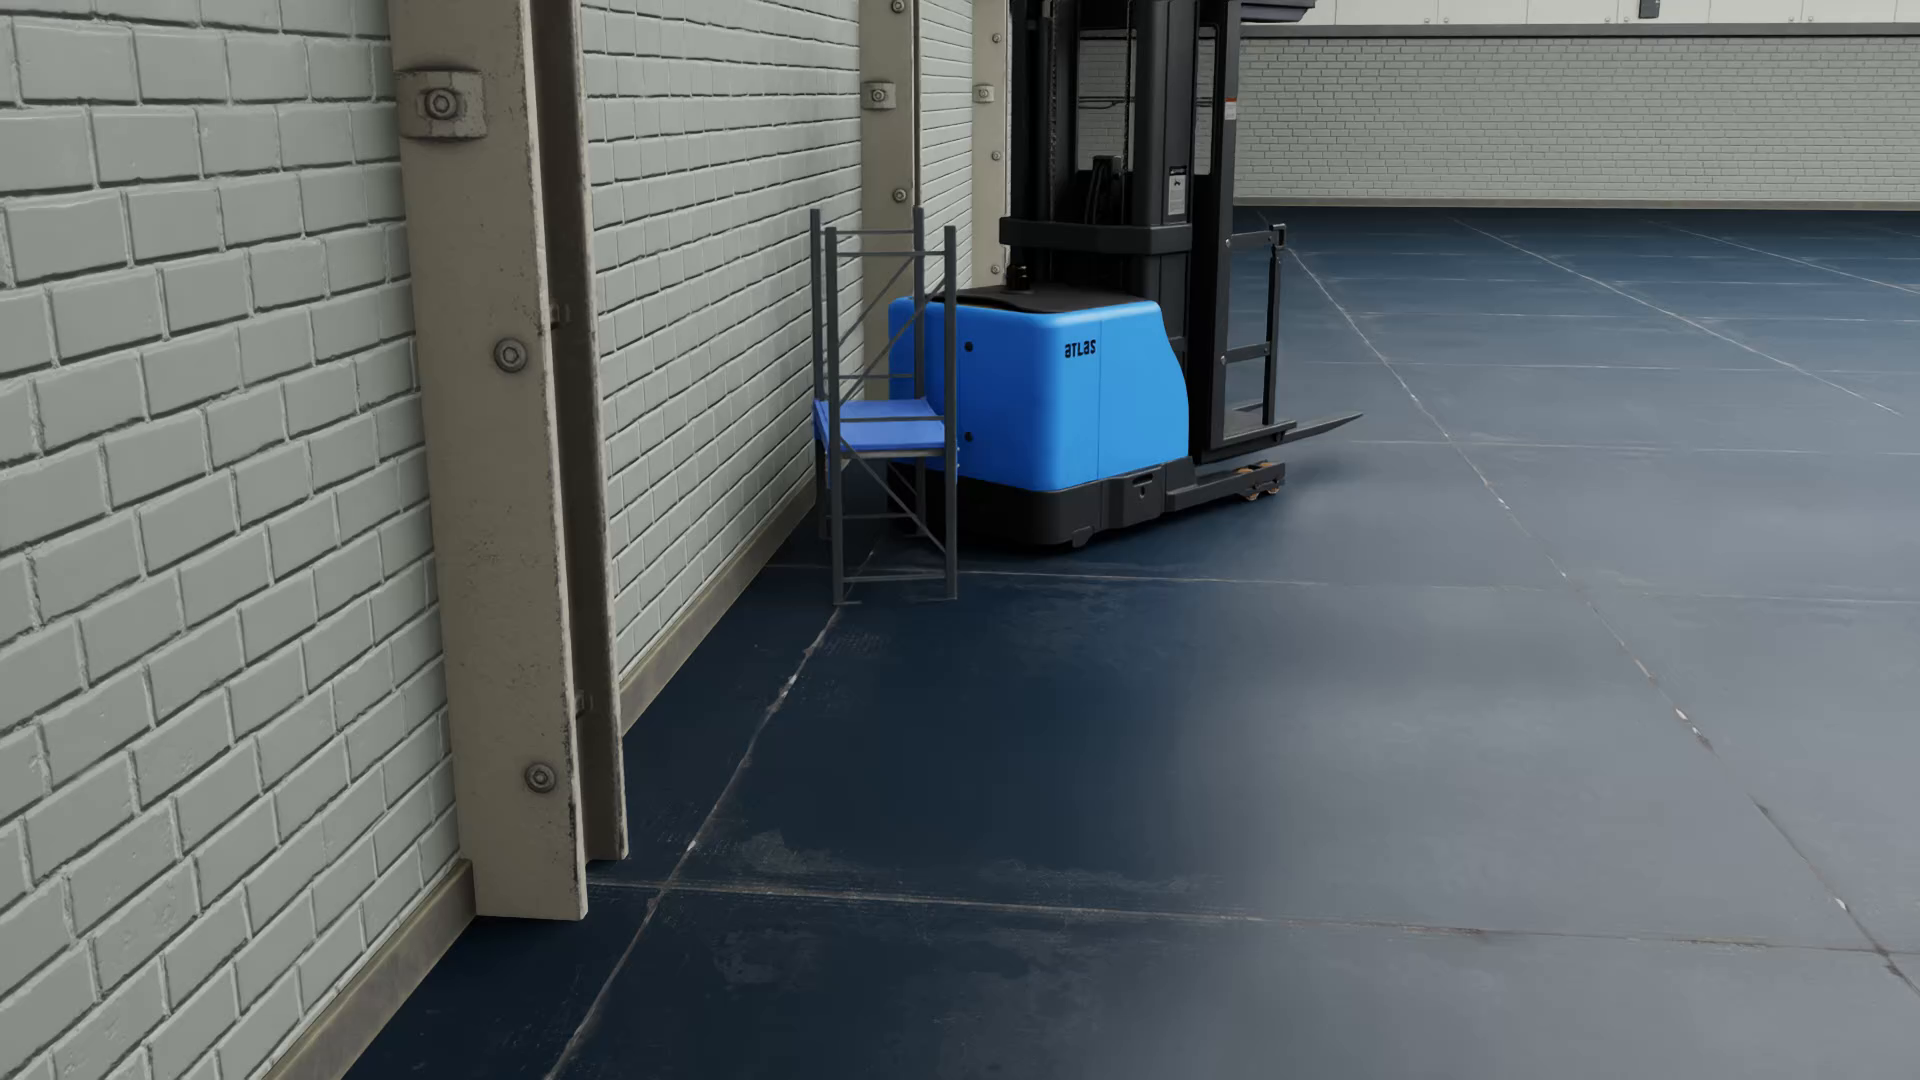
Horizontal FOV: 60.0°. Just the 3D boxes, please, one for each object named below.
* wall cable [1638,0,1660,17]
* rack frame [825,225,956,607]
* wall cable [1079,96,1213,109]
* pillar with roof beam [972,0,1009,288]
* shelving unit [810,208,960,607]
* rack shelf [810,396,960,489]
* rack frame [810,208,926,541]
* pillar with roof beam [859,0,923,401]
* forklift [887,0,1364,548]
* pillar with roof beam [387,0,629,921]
[{"bbox_3d":[12.709,-11.758,27.391,2.305,6.003,0.169,2,15,6],"label":"wall cable"},{"bbox_3d":[-0.264,-0.470,6.528,0.500,1.500,0.032,-2,15,-8],"label":"rack frame"},{"bbox_3d":[3.278,-8.901,29.289,3.097,2.526,0.112,2,15,6],"label":"wall cable"},{"bbox_3d":[4.555,-6.436,14.223,9.100,9.000,0.400,2,15,6],"label":"pillar with roof beam"},{"bbox_3d":[-0.337,-0.602,7.014,0.538,1.500,1.048,-2,15,-8],"label":"shelving unit"},{"bbox_3d":[-0.337,-0.428,7.061,0.538,0.185,1.000,-2,15,-8],"label":"rack shelf"},{"bbox_3d":[-0.409,-0.733,7.500,0.500,1.500,0.032,-2,15,-8],"label":"rack frame"},{"bbox_3d":[3.878,-4.880,8.468,9.100,9.000,0.400,2,15,6],"label":"pillar with roof beam"},{"bbox_3d":[1.025,-1.692,8.305,1.130,2.935,3.031,14,20,41],"label":"forklift"},{"bbox_3d":[3.201,-3.323,2.713,9.100,9.000,0.400,2,15,6],"label":"pillar with roof beam"}]
